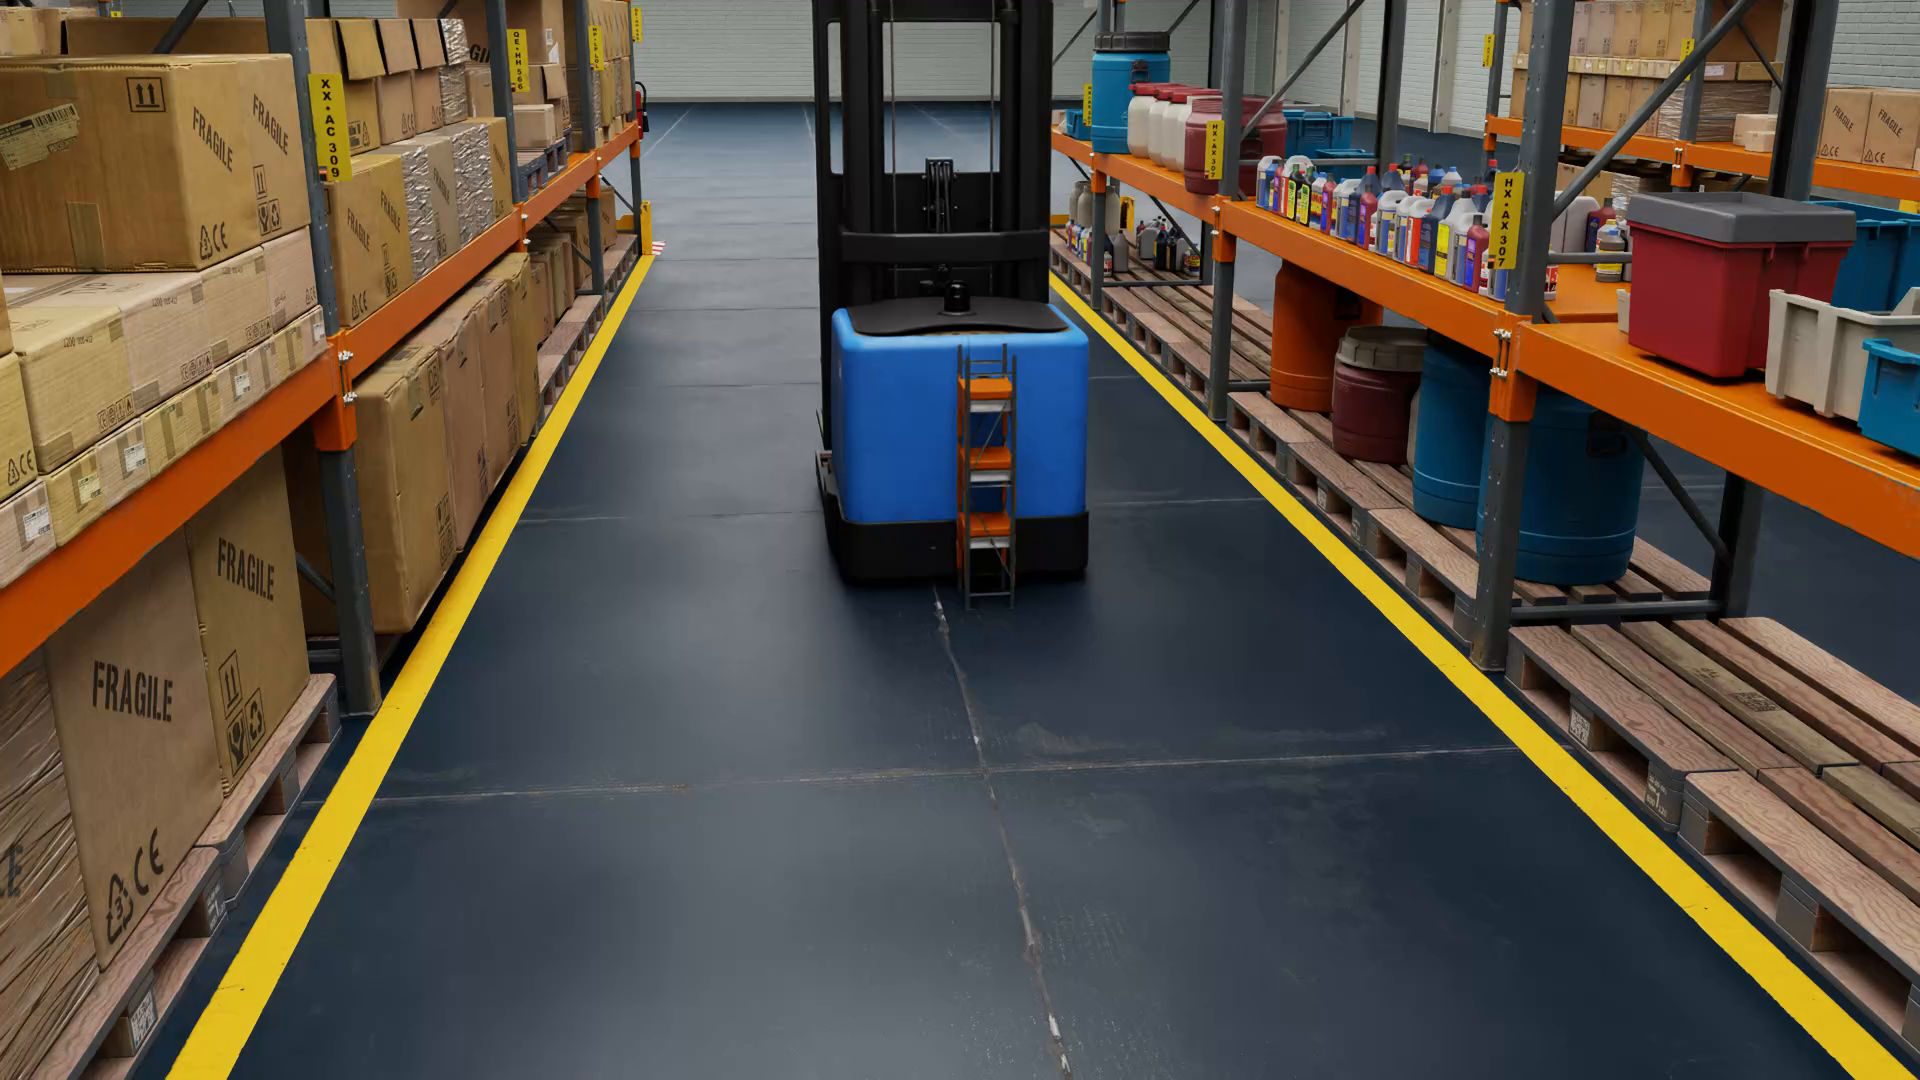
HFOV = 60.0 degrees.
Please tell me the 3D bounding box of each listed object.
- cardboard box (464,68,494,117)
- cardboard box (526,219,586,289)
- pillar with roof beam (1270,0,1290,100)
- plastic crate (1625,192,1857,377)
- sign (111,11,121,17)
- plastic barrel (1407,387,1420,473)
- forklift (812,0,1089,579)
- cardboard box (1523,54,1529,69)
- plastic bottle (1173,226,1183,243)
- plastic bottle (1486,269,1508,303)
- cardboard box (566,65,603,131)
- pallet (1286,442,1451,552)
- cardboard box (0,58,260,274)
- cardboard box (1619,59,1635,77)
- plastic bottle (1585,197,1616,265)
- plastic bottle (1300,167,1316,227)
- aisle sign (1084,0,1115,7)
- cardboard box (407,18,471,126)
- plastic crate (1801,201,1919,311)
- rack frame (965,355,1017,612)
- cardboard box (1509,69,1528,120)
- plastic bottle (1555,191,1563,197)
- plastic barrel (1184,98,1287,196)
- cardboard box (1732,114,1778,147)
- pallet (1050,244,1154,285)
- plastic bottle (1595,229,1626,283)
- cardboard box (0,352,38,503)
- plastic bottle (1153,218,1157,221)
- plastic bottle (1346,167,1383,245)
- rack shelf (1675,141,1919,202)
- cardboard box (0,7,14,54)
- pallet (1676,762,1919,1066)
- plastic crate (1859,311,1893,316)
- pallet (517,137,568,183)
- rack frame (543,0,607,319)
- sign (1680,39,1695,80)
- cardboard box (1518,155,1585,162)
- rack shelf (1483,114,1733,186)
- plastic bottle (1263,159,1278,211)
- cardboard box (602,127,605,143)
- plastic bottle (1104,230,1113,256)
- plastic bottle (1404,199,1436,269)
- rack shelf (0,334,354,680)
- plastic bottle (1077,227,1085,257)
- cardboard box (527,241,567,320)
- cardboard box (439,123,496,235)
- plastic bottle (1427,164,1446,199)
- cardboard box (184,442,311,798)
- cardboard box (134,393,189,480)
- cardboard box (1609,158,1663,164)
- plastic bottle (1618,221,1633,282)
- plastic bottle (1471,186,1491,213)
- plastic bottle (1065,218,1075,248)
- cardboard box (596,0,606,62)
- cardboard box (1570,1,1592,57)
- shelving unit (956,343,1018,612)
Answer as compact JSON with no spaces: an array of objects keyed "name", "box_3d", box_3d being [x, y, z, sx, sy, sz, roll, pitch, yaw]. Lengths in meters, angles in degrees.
[{"name":"cardboard box","box_3d":[-3.183,-2.582,10.026,0.700,0.500,0.500,1,17,3]},{"name":"cardboard box","box_3d":[-3.344,-2.331,13.567,0.500,0.500,0.500,-2,18,-7]},{"name":"pillar with roof beam","box_3d":[4.582,-16.339,44.699,9.100,9.000,0.400,-2,18,-6]},{"name":"plastic crate","box_3d":[2.251,-0.758,4.877,0.402,0.464,0.583,-2,18,-6]},{"name":"sign","box_3d":[-8.158,-4.950,16.107,0.100,0.325,0.005,-2,18,-6]},{"name":"plastic barrel","box_3d":[2.327,-0.531,7.812,0.421,0.512,0.421,0,17,0]},{"name":"forklift","box_3d":[-0.153,-1.635,7.991,1.130,2.935,3.031,-2,18,-7]},{"name":"cardboard box","box_3d":[5.954,-4.855,16.883,0.380,0.149,0.250,-2,18,-7]},{"name":"plastic bottle","box_3d":[1.913,-2.555,14.497,0.144,0.351,0.185,-1,17,-4]},{"name":"plastic bottle","box_3d":[2.046,-1.021,6.128,0.152,0.276,0.135,-2,18,-6]},{"name":"cardboard box","box_3d":[-3.328,-3.529,13.245,0.875,0.500,0.500,-2,18,-6]},{"name":"pallet","box_3d":[2.242,-0.238,8.082,1.003,0.211,1.213,-2,18,-6]},{"name":"cardboard box","box_3d":[-2.157,-0.970,4.260,0.500,0.500,0.500,-2,18,-5]},{"name":"cardboard box","box_3d":[6.167,-4.243,14.934,0.380,0.149,0.250,-2,18,-6]},{"name":"plastic bottle","box_3d":[2.704,-1.304,7.018,0.061,0.283,0.133,-2,18,-6]},{"name":"plastic bottle","box_3d":[1.759,-1.722,8.349,0.061,0.283,0.133,-2,18,-6]},{"name":"aisle sign","box_3d":[1.459,-5.819,16.863,0.394,0.787,0.004,-2,18,-6]},{"name":"cardboard box","box_3d":[-2.871,-2.319,8.215,0.797,0.503,0.637,-1,17,-4]},{"name":"plastic crate","box_3d":[2.796,-0.865,5.351,0.392,0.384,0.575,-2,18,-6]},{"name":"rack frame","box_3d":[0.121,-0.214,6.607,0.200,1.050,0.008,-2,18,-7]},{"name":"cardboard box","box_3d":[6.134,-4.608,17.180,0.700,0.500,0.500,-2,18,-6]},{"name":"plastic bottle","box_3d":[2.620,-1.408,7.361,0.152,0.276,0.135,-2,18,-6]},{"name":"plastic barrel","box_3d":[1.647,-2.358,9.953,0.600,0.536,0.708,-2,18,-6]},{"name":"cardboard box","box_3d":[6.605,-3.291,13.403,0.500,0.250,0.500,-1,17,-2]},{"name":"pallet","box_3d":[1.427,-2.591,15.579,1.003,0.211,1.213,-2,18,-6]},{"name":"plastic bottle","box_3d":[2.580,-1.127,6.591,0.097,0.201,0.097,0,17,0]},{"name":"cardboard box","box_3d":[-1.995,-0.154,2.914,0.500,0.250,0.500,-2,18,-7]},{"name":"plastic bottle","box_3d":[1.827,-2.894,15.687,0.061,0.283,0.133,-1,17,-4]},{"name":"plastic bottle","box_3d":[1.875,-1.541,7.660,0.144,0.351,0.185,-2,18,-6]},{"name":"rack shelf","box_3d":[6.717,-2.569,12.053,1.077,0.370,4.000,-2,18,-6]},{"name":"cardboard box","box_3d":[-8.382,-4.103,13.685,0.875,0.550,0.550,-2,18,-6]},{"name":"pallet","box_3d":[2.652,0.940,4.331,1.003,0.211,1.213,-2,18,-6]},{"name":"plastic crate","box_3d":[2.791,-0.545,4.764,0.437,0.125,0.590,-2,18,-6]},{"name":"pallet","box_3d":[-3.175,-2.508,10.979,1.003,0.211,1.213,-2,18,-6]},{"name":"rack frame","box_3d":[-3.343,-3.203,12.872,1.000,3.000,0.127,-2,18,-6]},{"name":"sign","box_3d":[5.959,-3.941,13.646,0.100,0.325,0.005,-2,18,-6]},{"name":"cardboard box","box_3d":[5.986,-3.630,16.871,0.500,0.500,0.500,-2,18,-6]},{"name":"rack shelf","box_3d":[6.305,-3.761,15.849,1.077,0.370,4.000,-2,18,-6]},{"name":"plastic bottle","box_3d":[1.704,-1.929,9.027,0.097,0.271,0.097,0,17,0]},{"name":"cardboard box","box_3d":[-3.167,-3.379,13.852,0.380,0.149,0.250,-2,18,-6]},{"name":"plastic bottle","box_3d":[1.230,-2.485,14.273,0.144,0.351,0.185,-2,18,-7]},{"name":"plastic bottle","box_3d":[1.957,-1.280,6.953,0.152,0.276,0.135,-2,18,-6]},{"name":"rack shelf","box_3d":[-2.312,0.120,3.490,1.077,0.370,4.000,-2,18,-6]},{"name":"plastic bottle","box_3d":[1.115,-2.714,15.134,0.097,0.271,0.097,0,17,0]},{"name":"cardboard box","box_3d":[-3.271,-1.894,12.141,0.700,0.500,0.500,-2,18,-6]},{"name":"cardboard box","box_3d":[-2.587,-1.771,8.143,0.500,0.500,0.500,-2,18,-6]},{"name":"plastic bottle","box_3d":[2.500,-1.834,8.726,0.097,0.271,0.097,0,17,0]},{"name":"cardboard box","box_3d":[-2.529,0.193,4.901,0.875,0.875,0.875,-2,18,-6]},{"name":"cardboard box","box_3d":[-2.028,-0.236,3.841,0.380,0.149,0.250,-2,18,-7]},{"name":"cardboard box","box_3d":[6.567,-3.498,16.449,0.500,0.500,0.500,-2,18,-6]},{"name":"plastic bottle","box_3d":[2.702,-1.172,6.610,0.152,0.276,0.135,-2,18,-6]},{"name":"plastic bottle","box_3d":[2.113,-1.272,6.804,0.144,0.351,0.185,-2,18,-6]},{"name":"plastic bottle","box_3d":[1.048,-2.906,15.747,0.097,0.271,0.097,0,17,0]},{"name":"cardboard box","box_3d":[-3.190,-4.161,13.589,0.500,0.500,0.500,-2,18,-6]},{"name":"cardboard box","box_3d":[6.252,-4.904,15.958,0.700,0.500,0.500,-2,18,-5]},{"name":"shelving unit","box_3d":[0.106,-0.250,6.722,0.215,1.050,0.252,-2,18,-7]}]
